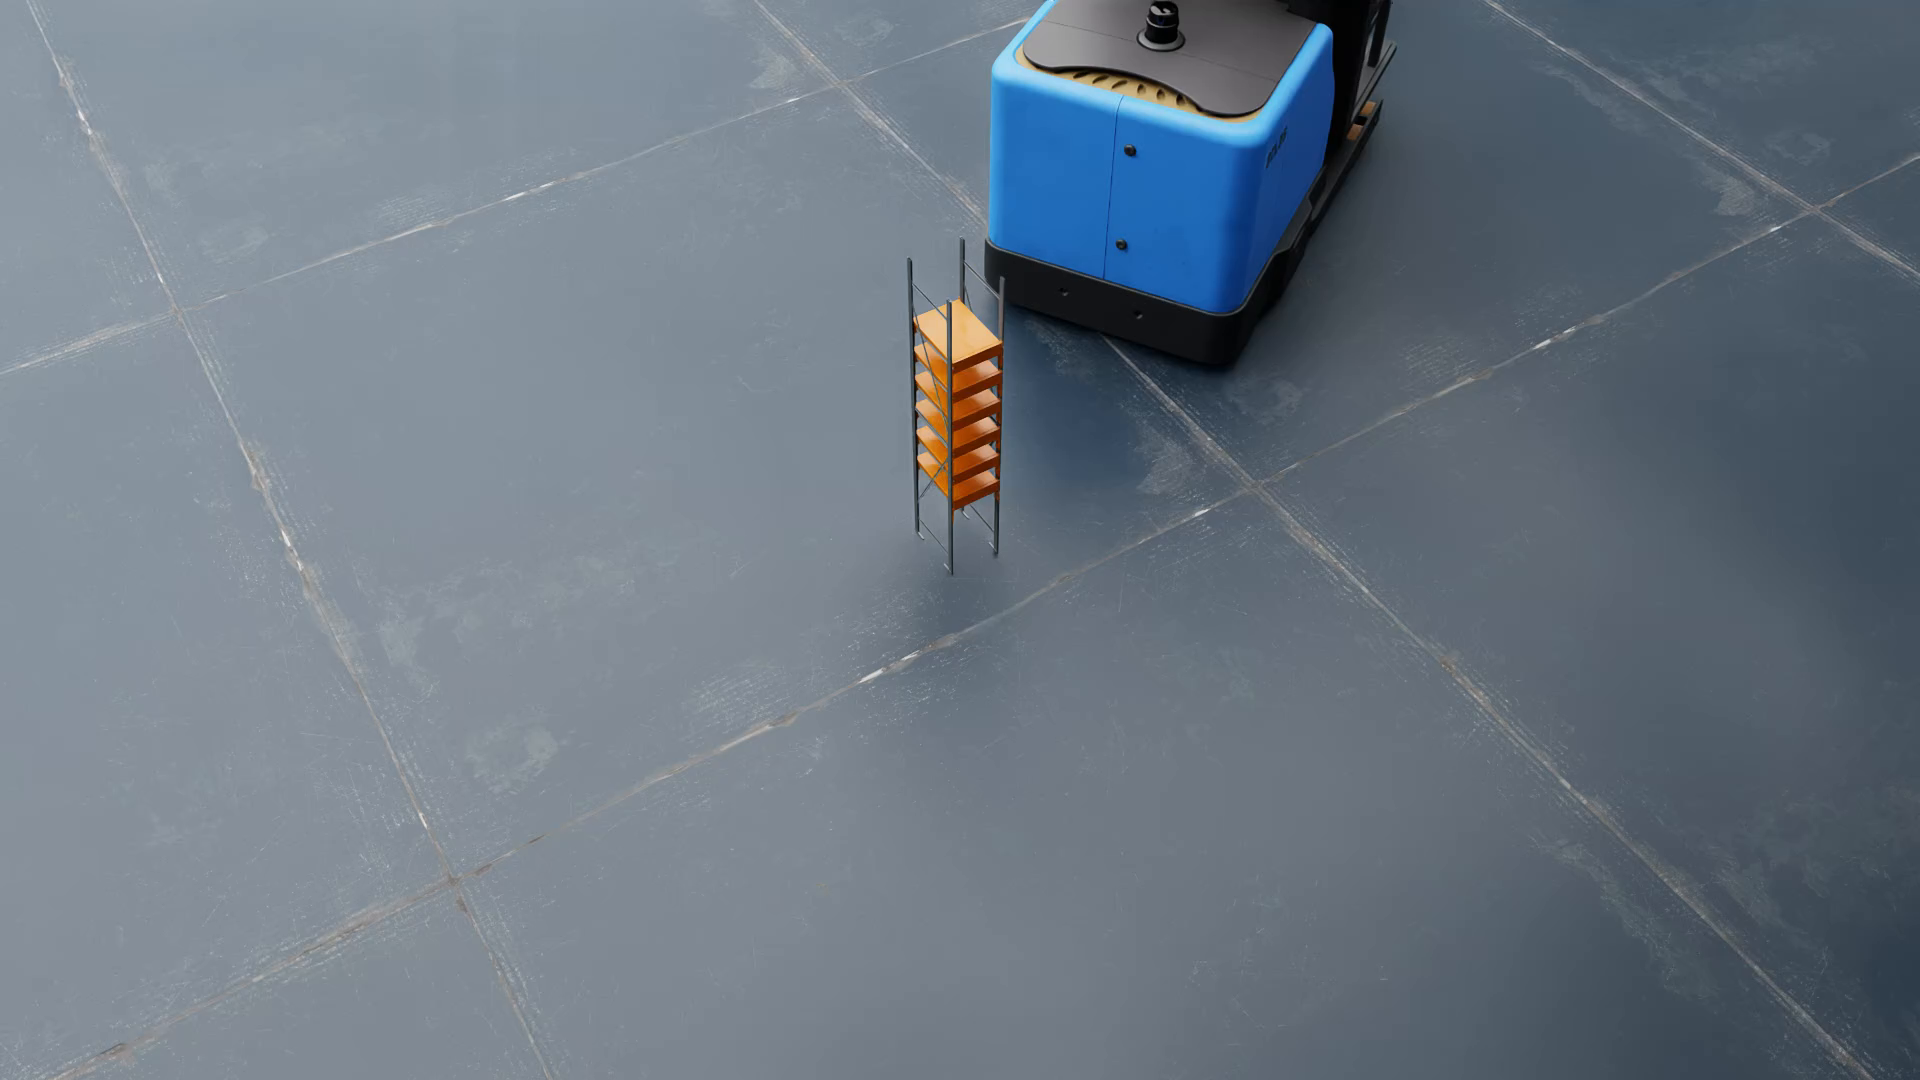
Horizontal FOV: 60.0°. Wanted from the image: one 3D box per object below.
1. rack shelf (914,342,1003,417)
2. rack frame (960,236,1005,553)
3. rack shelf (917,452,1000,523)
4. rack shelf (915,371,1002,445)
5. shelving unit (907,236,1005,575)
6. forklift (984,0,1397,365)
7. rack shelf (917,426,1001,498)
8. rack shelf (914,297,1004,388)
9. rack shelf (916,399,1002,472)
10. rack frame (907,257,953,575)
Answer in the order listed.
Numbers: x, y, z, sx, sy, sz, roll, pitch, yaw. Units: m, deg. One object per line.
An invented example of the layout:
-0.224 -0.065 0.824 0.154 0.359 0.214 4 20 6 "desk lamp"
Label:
-0.012 -0.523 5.151 0.180 0.103 0.258 -25 53 -21 "rack shelf"
0.065 -0.430 5.329 0.006 1.200 0.240 -25 53 -21 "rack frame"
-0.012 -0.204 5.509 0.180 0.103 0.258 -25 53 -21 "rack shelf"
-0.012 -0.444 5.240 0.180 0.103 0.258 -25 53 -21 "rack shelf"
-0.012 -0.393 5.297 0.189 1.200 0.258 -25 53 -21 "shelving unit"
1.197 -2.745 6.232 1.130 2.935 3.031 20 51 17 "forklift"
-0.012 -0.284 5.420 0.180 0.103 0.258 -25 53 -21 "rack shelf"
-0.012 -0.603 5.061 0.180 0.103 0.258 -25 53 -21 "rack shelf"
-0.012 -0.364 5.330 0.180 0.103 0.258 -25 53 -21 "rack shelf"
-0.090 -0.357 5.264 0.006 1.200 0.240 -25 53 -21 "rack frame"
